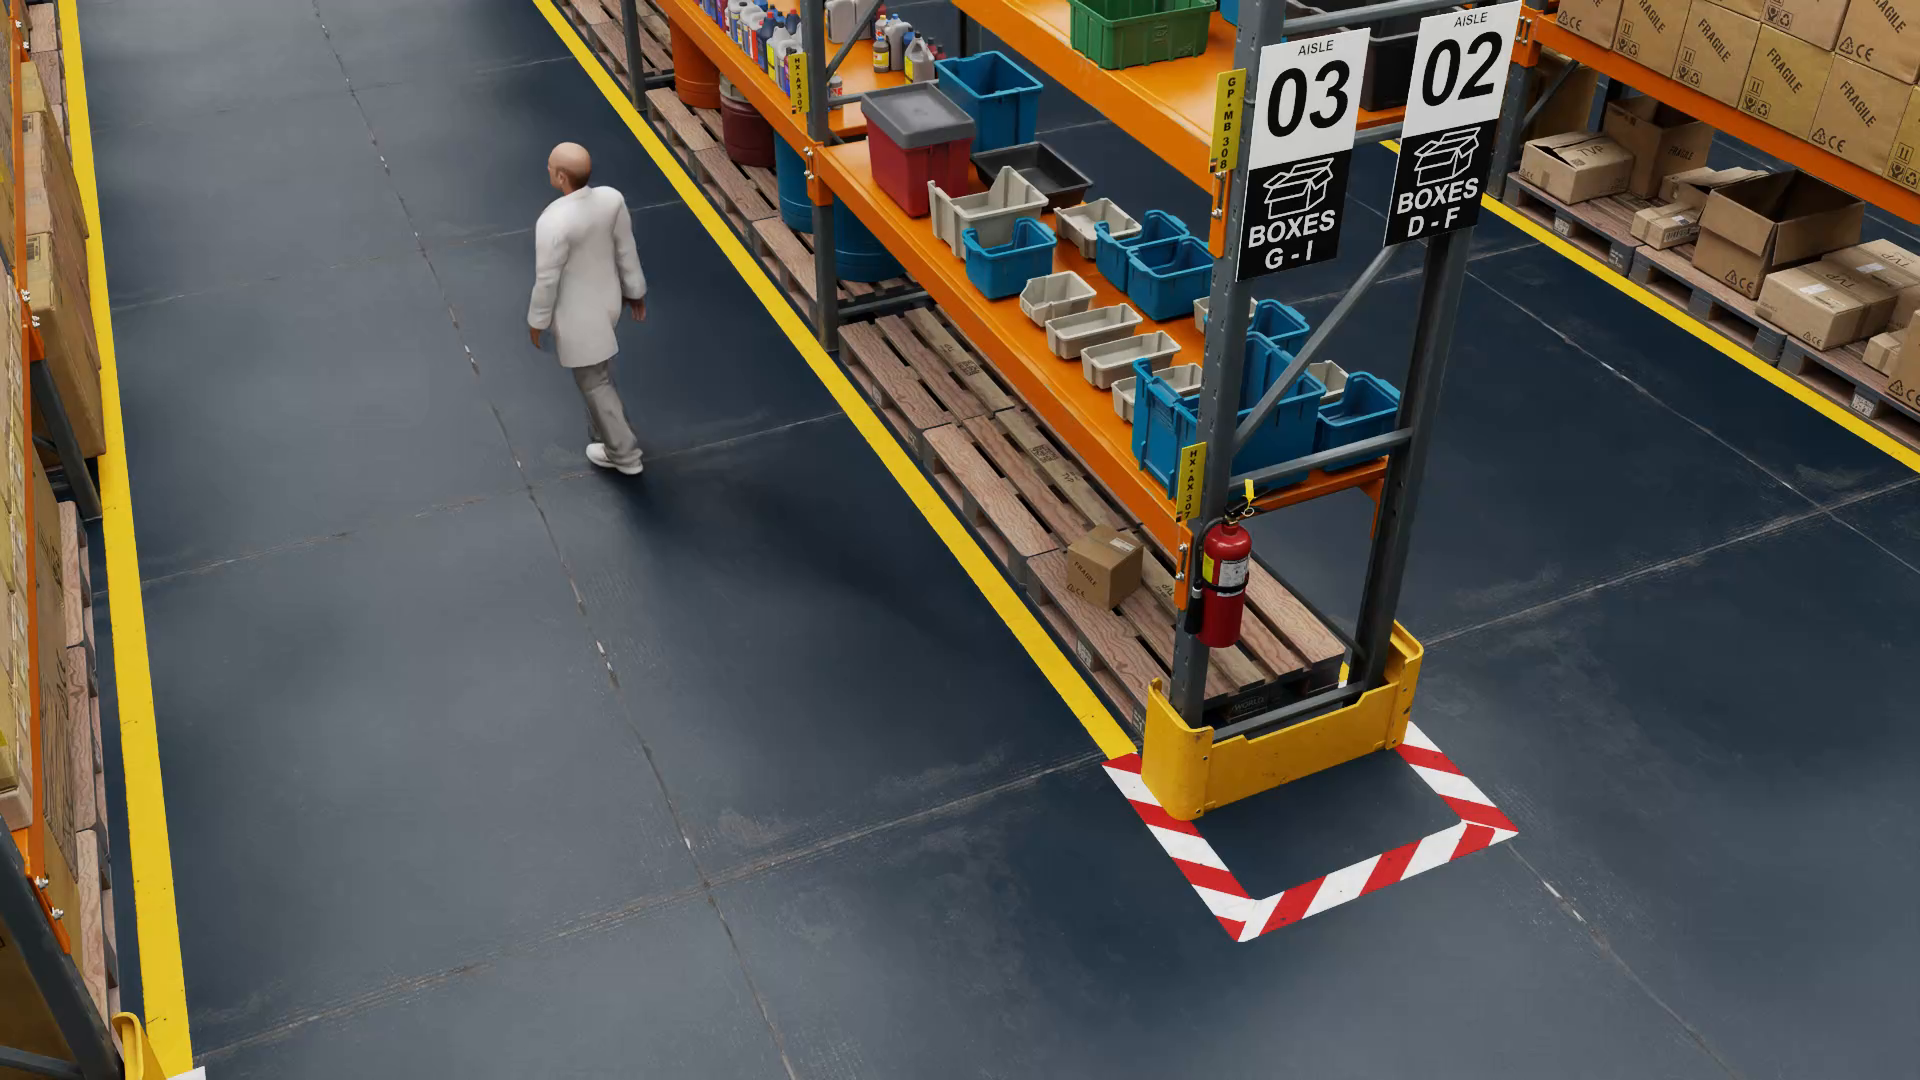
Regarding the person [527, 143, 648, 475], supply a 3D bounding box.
[{"bbox_3d":[-1.884,-1.135,8.401,0.570,1.843,0.627,20,41,25],"label":"person"}]
